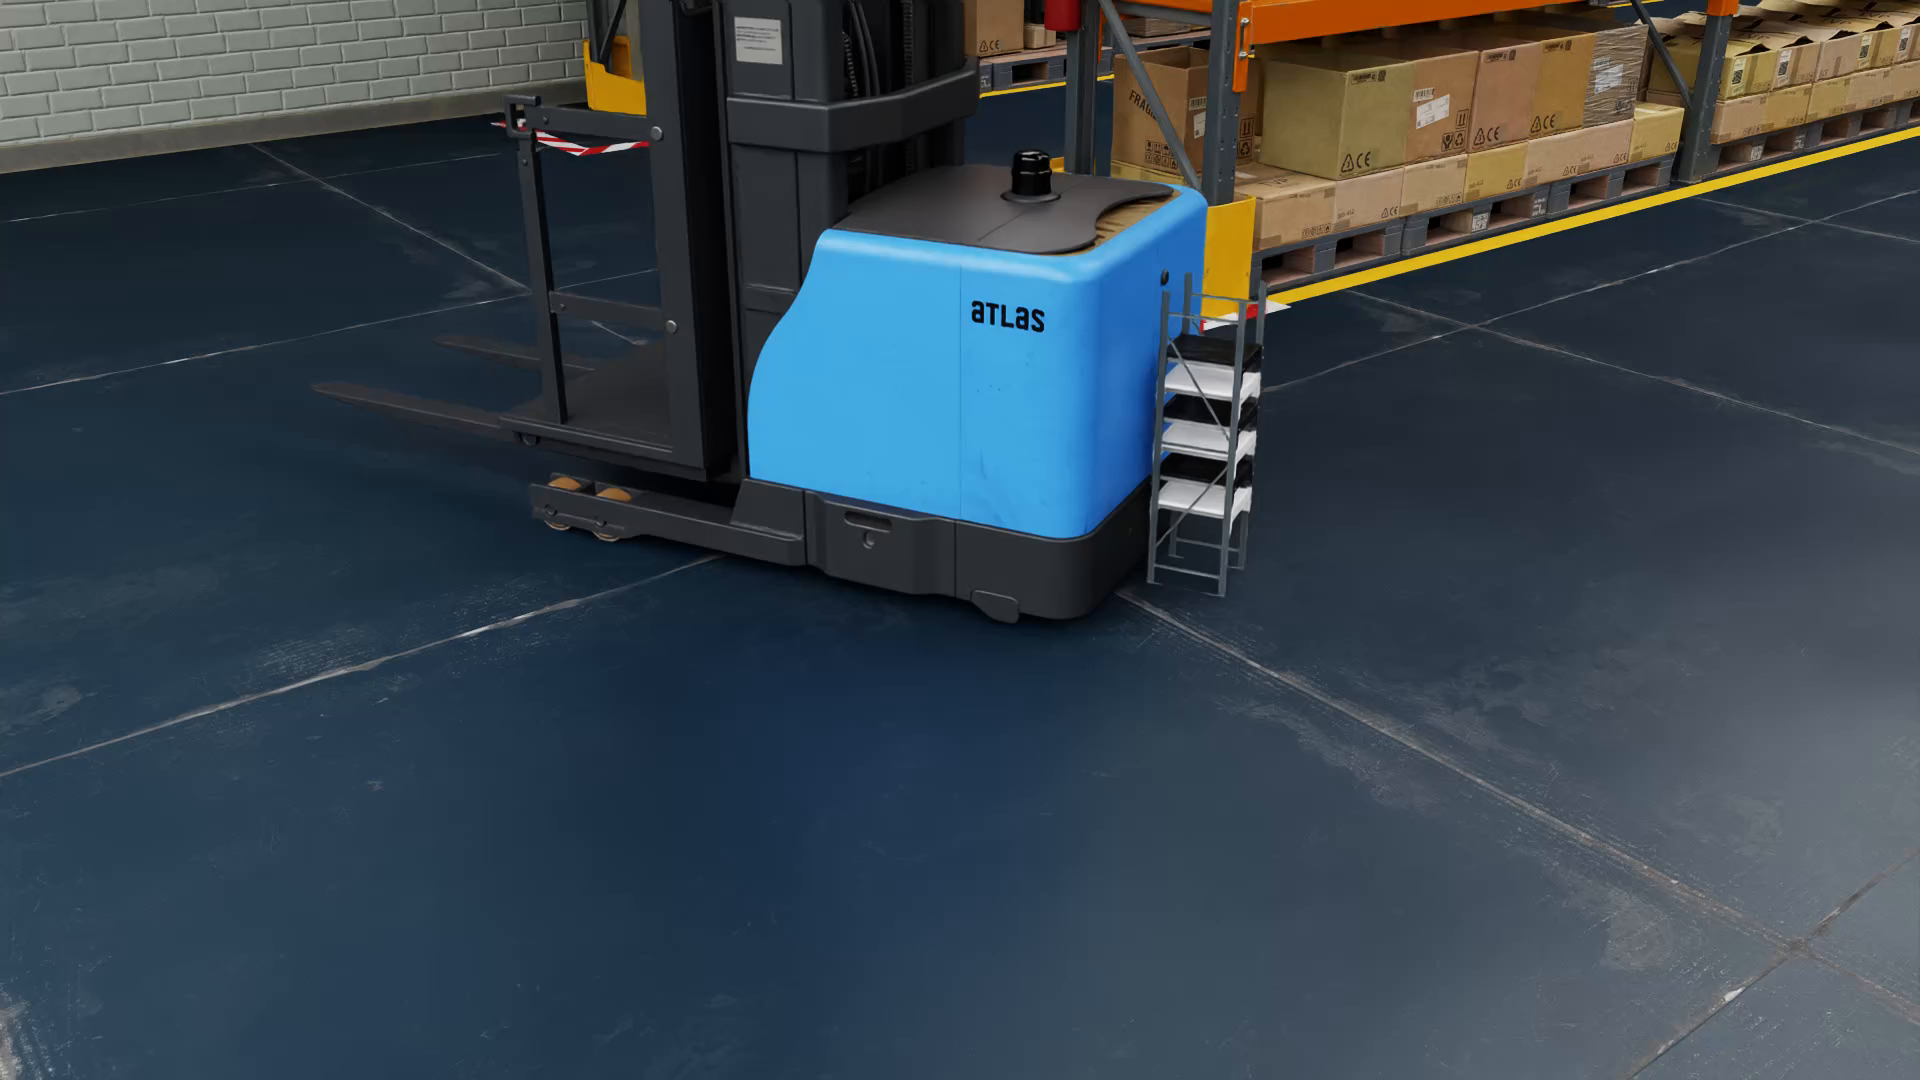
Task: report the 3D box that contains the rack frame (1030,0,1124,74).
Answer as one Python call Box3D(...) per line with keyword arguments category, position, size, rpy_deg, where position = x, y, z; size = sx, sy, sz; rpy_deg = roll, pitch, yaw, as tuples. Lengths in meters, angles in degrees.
Box3D(category="rack frame", position=(0.939, -5.247, 12.992), size=(0.127, 3.000, 1.000), rpy_deg=(-18, 31, -34))

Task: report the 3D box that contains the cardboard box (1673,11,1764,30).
Box3D(category="cardboard box", position=(4.940, -3.270, 10.835), size=(0.500, 0.311, 0.500), rpy_deg=(-18, 31, -34))

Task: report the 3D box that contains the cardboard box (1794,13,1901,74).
Box3D(category="cardboard box", position=(5.686, -3.229, 10.745), size=(0.500, 0.311, 0.500), rpy_deg=(-17, 30, -33))

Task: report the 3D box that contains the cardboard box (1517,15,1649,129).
Box3D(category="cardboard box", position=(3.368, -2.571, 9.103), size=(0.500, 0.500, 0.500), rpy_deg=(-18, 31, -34))

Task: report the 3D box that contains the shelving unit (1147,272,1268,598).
Box3D(category="shelving unit", position=(0.712, -0.299, 4.824), size=(0.258, 0.900, 0.210), rpy_deg=(11, 27, 23))

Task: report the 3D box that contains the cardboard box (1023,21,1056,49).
Box3D(category="cardboard box", position=(0.536, -4.012, 13.175), size=(0.380, 0.166, 0.250), rpy_deg=(22, 33, 39))

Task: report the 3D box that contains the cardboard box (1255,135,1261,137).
Box3D(category="cardboard box", position=(1.869, -2.012, 8.790), size=(0.500, 0.250, 0.500), rpy_deg=(-18, 31, -34))

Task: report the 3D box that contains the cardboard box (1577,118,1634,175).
Box3D(category="cardboard box", position=(3.369, -2.230, 9.260), size=(0.500, 0.250, 0.500), rpy_deg=(-18, 31, -34))

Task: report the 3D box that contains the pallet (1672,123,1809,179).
Box3D(category="pallet", position=(4.554, -2.546, 10.485), size=(1.213, 0.211, 1.003), rpy_deg=(-18, 31, -34))

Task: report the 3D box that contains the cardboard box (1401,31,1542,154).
Box3D(category="cardboard box", position=(2.592, -2.305, 8.531), size=(0.500, 0.500, 0.500), rpy_deg=(-18, 31, -34))

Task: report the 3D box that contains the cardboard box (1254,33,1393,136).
Box3D(category="cardboard box", position=(1.867, -2.353, 8.634), size=(0.500, 0.500, 0.500), rpy_deg=(-18, 31, -34))

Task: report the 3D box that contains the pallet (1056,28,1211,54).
Box3D(category="pallet", position=(1.551, -4.184, 14.016), size=(1.213, 0.211, 1.003), rpy_deg=(-18, 31, -34))

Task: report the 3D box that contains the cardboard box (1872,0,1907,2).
Box3D(category="cardboard box", position=(6.553, -3.804, 11.986), size=(0.500, 0.311, 0.500), rpy_deg=(-17, 30, -32))

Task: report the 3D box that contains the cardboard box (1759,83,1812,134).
Box3D(category="cardboard box", position=(4.872, -2.705, 10.282), size=(0.500, 0.250, 0.500), rpy_deg=(-17, 30, -33))

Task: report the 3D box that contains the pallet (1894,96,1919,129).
Box3D(category="pallet", position=(6.474, -3.180, 11.851), size=(1.213, 0.211, 1.003), rpy_deg=(-18, 31, -34))

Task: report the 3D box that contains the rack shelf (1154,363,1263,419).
Box3D(category="rack shelf", position=(0.712, -0.432, 4.763), size=(0.258, 0.077, 0.200), rpy_deg=(11, 27, 23))

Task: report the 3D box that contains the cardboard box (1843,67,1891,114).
Box3D(category="cardboard box", position=(5.679, -2.972, 10.858), size=(0.500, 0.250, 0.500), rpy_deg=(-18, 30, -33))

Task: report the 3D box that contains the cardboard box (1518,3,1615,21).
Box3D(category="cardboard box", position=(3.440, -2.873, 9.754), size=(0.500, 0.500, 0.500), rpy_deg=(-18, 31, -34))

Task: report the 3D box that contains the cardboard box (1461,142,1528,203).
Box3D(category="cardboard box", position=(2.592, -1.965, 8.689), size=(0.500, 0.250, 0.500), rpy_deg=(-18, 31, -34))

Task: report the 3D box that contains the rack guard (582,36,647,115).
Box3D(category="rack guard", position=(-2.149, -3.093, 11.322), size=(0.348, 0.500, 1.175), rpy_deg=(-18, 31, -34))

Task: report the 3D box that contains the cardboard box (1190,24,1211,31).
Box3D(category="cardboard box", position=(1.883, -4.660, 14.174), size=(0.500, 0.500, 0.700), rpy_deg=(-19, 31, -35))

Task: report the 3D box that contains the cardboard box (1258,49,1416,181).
Box3D(category="cardboard box", position=(1.802, -2.047, 7.974), size=(0.500, 0.500, 0.500), rpy_deg=(-18, 31, -34))

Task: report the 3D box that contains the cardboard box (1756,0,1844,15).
Box3D(category="cardboard box", position=(5.742, -3.534, 11.402), size=(0.500, 0.311, 0.500), rpy_deg=(-19, 31, -35))

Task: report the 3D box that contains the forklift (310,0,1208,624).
Box3D(category="forklift", position=(-0.799, -1.509, 5.020), size=(3.031, 2.935, 1.130), rpy_deg=(12, 27, 24))

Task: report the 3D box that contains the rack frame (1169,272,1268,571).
Box3D(category="rack frame", position=(0.755, -0.337, 4.908), size=(0.240, 0.900, 0.006), rpy_deg=(11, 27, 23))

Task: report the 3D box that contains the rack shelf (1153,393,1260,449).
Box3D(category="rack shelf", position=(0.712, -0.350, 4.800), size=(0.258, 0.077, 0.200), rpy_deg=(11, 27, 23))

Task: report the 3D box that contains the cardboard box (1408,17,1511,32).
Box3D(category="cardboard box", position=(2.654, -2.613, 9.195), size=(0.500, 0.500, 0.500), rpy_deg=(-18, 31, -34))

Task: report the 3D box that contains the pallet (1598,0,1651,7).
Box3D(category="pallet", position=(6.674, -5.834, 17.571), size=(1.213, 0.211, 1.003), rpy_deg=(-18, 31, -34))

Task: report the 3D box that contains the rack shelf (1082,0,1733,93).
Box3D(category="rack shelf", position=(2.425, -2.761, 8.490), size=(4.000, 0.370, 1.077), rpy_deg=(-18, 31, -34))

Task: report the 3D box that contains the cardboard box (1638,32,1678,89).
Box3D(category="cardboard box", position=(4.140, -3.004, 10.262), size=(0.500, 0.311, 0.500), rpy_deg=(-18, 31, -34))

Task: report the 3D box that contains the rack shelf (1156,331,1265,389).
Box3D(category="rack shelf", position=(0.712, -0.513, 4.725), size=(0.258, 0.077, 0.200), rpy_deg=(11, 27, 23))

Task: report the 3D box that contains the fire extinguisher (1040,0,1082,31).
Box3D(category="fire extinguisher", position=(0.471, -2.656, 7.501), size=(0.183, 0.674, 0.296), rpy_deg=(-18, 31, -34))

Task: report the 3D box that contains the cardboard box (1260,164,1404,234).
Box3D(category="cardboard box", position=(1.801, -1.707, 8.133), size=(0.500, 0.250, 0.500), rpy_deg=(-18, 31, -34))

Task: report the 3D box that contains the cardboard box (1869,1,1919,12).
Box3D(category="cardboard box", position=(6.481, -3.488, 11.305), size=(0.500, 0.311, 0.500), rpy_deg=(-19, 31, -35))

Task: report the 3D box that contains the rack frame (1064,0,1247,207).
Box3D(category="rack frame", position=(0.851, -2.567, 7.219), size=(0.127, 3.000, 1.000), rpy_deg=(-18, 31, -34))

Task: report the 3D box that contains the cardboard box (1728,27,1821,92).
Box3D(category="cardboard box", position=(4.875, -2.957, 10.160), size=(0.500, 0.311, 0.500), rpy_deg=(-19, 31, -35))

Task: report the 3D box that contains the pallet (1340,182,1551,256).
Box3D(category="pallet", position=(2.386, -1.830, 8.943), size=(1.213, 0.211, 1.003), rpy_deg=(-18, 31, -34))

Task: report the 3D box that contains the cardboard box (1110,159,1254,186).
Box3D(category="cardboard box", position=(1.091, -1.748, 8.221), size=(0.500, 0.250, 0.500), rpy_deg=(-18, 31, -34))

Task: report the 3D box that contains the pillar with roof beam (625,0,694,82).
Box3D(category="pillar with roof beam", position=(0.465, -5.971, 7.426), size=(0.400, 9.000, 9.100), rpy_deg=(-18, 31, -34))
